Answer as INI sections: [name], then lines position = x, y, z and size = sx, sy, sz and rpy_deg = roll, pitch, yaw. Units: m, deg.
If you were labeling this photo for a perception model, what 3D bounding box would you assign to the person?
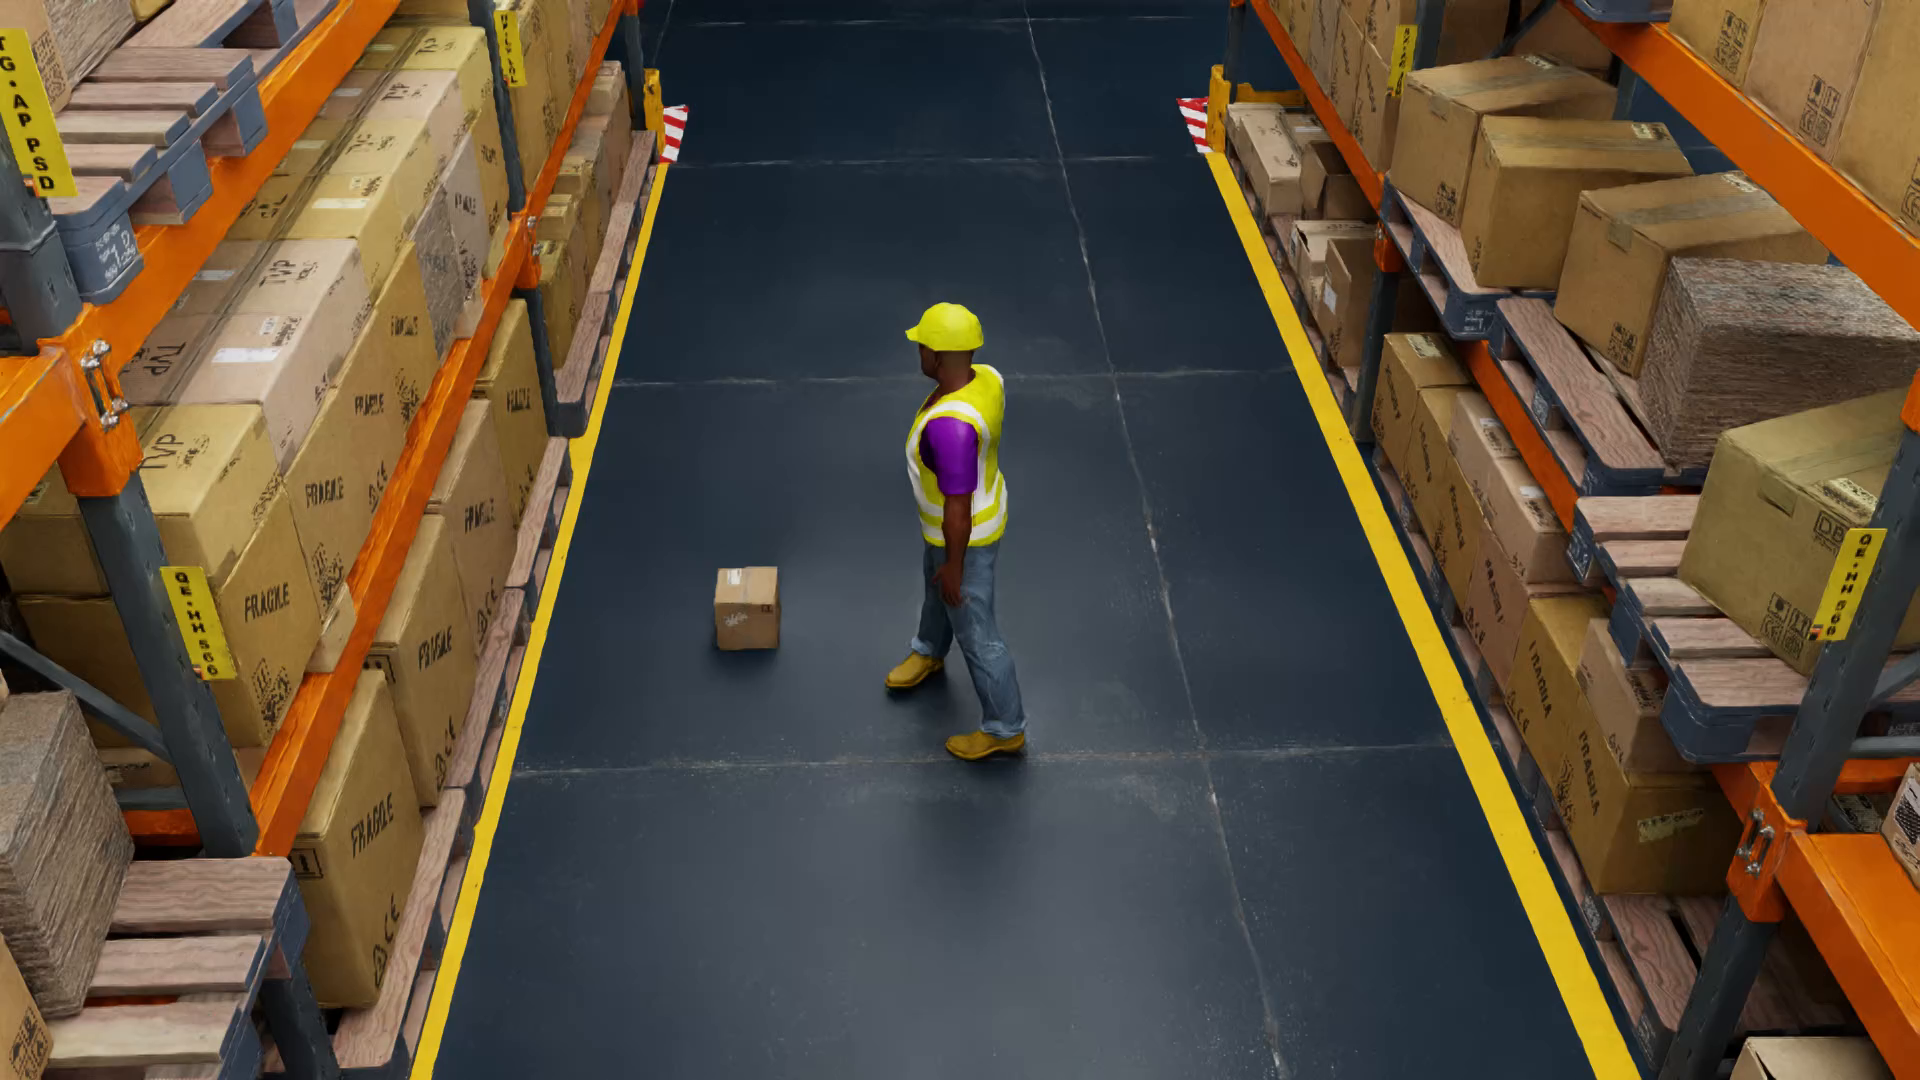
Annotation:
[person]
position = -0.012, -0.046, 6.197
size = 0.598, 1.762, 0.635
rpy_deg = 4, 35, 5
